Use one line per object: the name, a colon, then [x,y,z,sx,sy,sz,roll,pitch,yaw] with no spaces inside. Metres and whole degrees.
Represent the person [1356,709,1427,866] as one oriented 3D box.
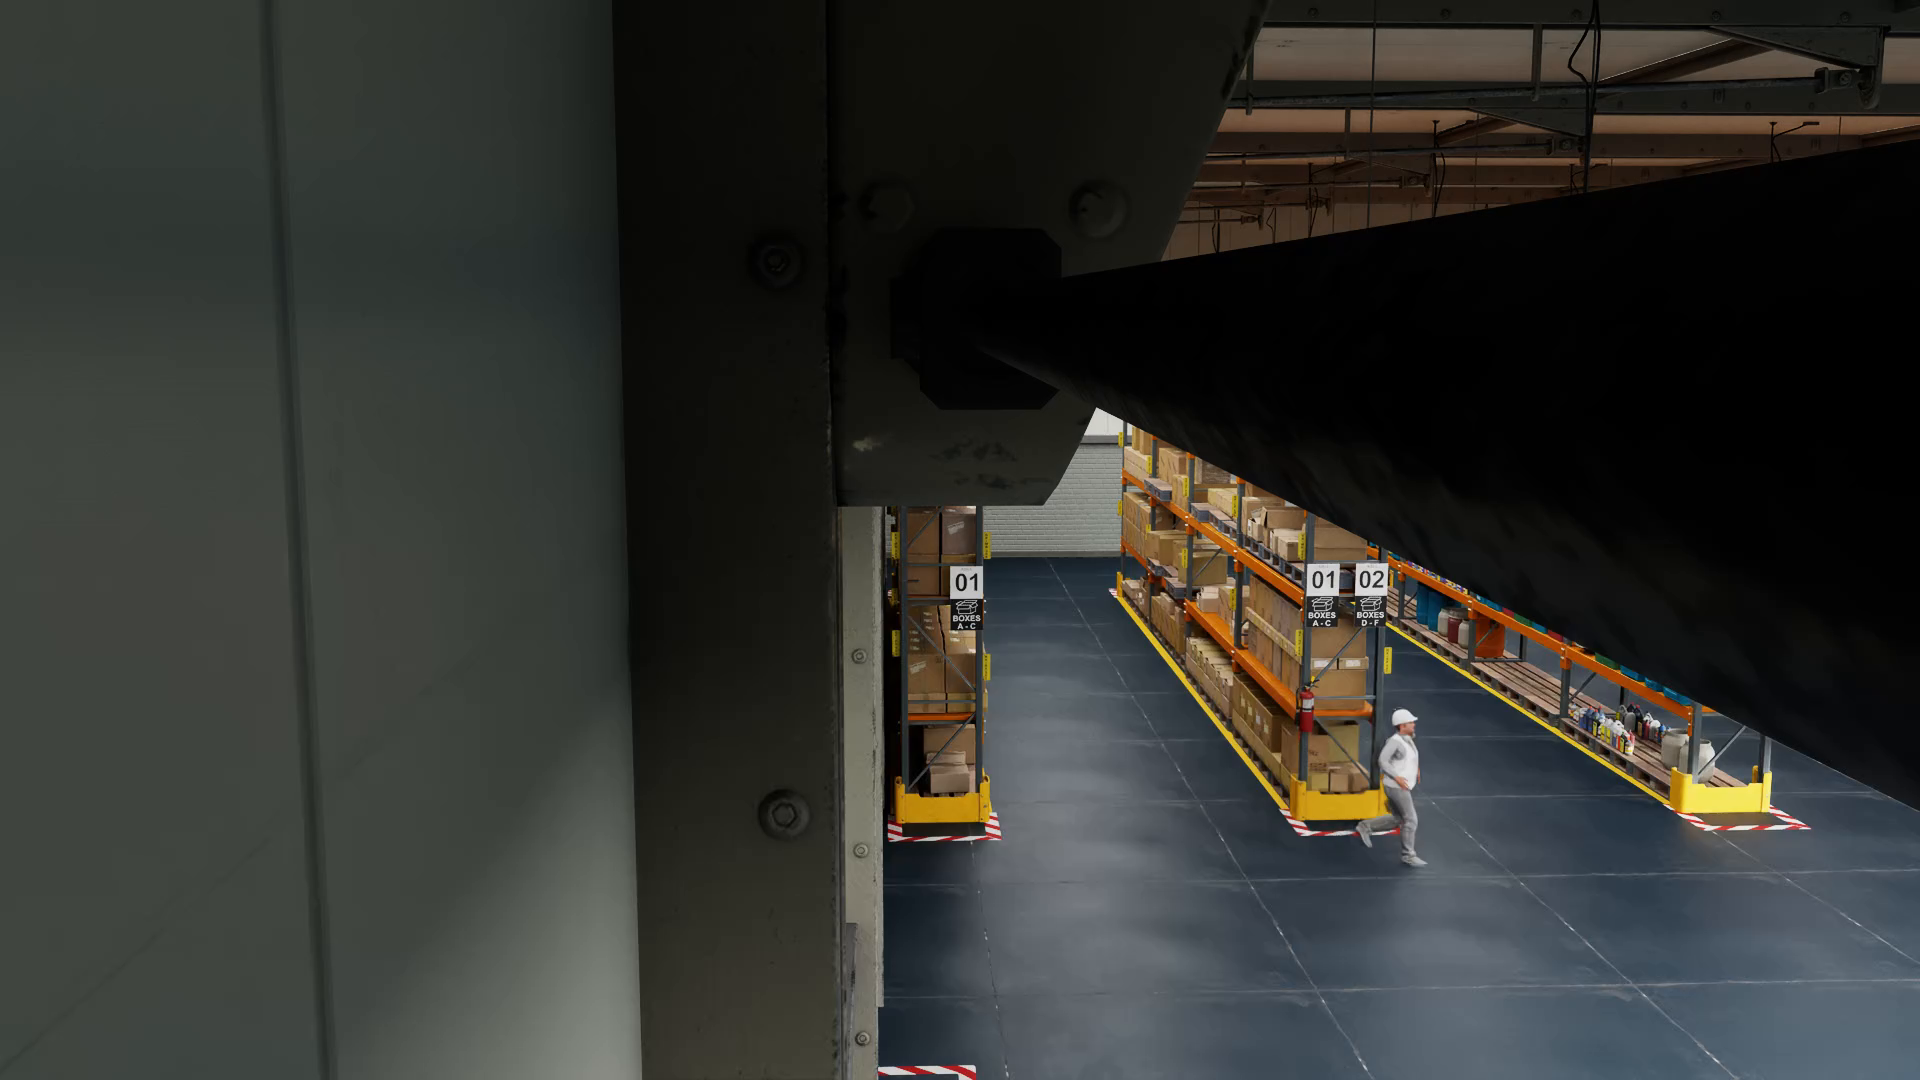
person: [4.990,2.811,19.098,0.857,1.773,0.684,4,9,27]
